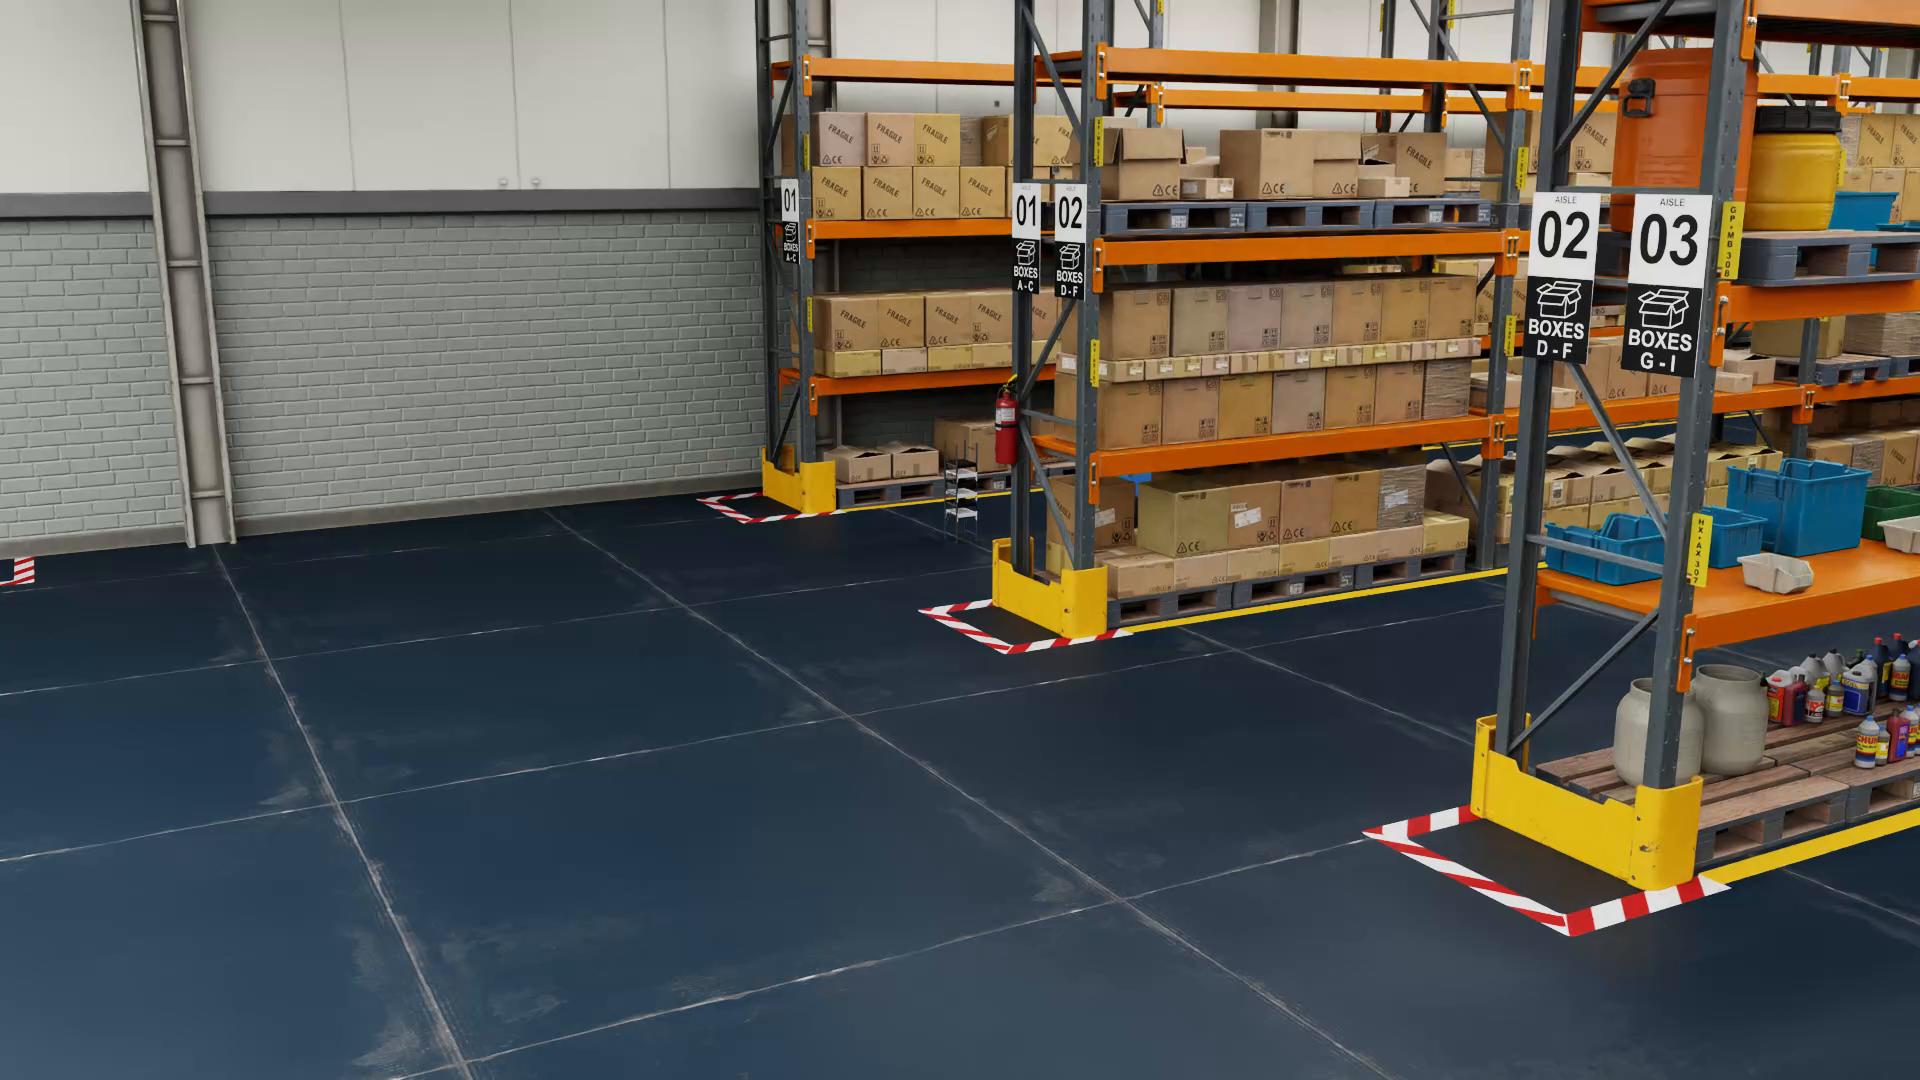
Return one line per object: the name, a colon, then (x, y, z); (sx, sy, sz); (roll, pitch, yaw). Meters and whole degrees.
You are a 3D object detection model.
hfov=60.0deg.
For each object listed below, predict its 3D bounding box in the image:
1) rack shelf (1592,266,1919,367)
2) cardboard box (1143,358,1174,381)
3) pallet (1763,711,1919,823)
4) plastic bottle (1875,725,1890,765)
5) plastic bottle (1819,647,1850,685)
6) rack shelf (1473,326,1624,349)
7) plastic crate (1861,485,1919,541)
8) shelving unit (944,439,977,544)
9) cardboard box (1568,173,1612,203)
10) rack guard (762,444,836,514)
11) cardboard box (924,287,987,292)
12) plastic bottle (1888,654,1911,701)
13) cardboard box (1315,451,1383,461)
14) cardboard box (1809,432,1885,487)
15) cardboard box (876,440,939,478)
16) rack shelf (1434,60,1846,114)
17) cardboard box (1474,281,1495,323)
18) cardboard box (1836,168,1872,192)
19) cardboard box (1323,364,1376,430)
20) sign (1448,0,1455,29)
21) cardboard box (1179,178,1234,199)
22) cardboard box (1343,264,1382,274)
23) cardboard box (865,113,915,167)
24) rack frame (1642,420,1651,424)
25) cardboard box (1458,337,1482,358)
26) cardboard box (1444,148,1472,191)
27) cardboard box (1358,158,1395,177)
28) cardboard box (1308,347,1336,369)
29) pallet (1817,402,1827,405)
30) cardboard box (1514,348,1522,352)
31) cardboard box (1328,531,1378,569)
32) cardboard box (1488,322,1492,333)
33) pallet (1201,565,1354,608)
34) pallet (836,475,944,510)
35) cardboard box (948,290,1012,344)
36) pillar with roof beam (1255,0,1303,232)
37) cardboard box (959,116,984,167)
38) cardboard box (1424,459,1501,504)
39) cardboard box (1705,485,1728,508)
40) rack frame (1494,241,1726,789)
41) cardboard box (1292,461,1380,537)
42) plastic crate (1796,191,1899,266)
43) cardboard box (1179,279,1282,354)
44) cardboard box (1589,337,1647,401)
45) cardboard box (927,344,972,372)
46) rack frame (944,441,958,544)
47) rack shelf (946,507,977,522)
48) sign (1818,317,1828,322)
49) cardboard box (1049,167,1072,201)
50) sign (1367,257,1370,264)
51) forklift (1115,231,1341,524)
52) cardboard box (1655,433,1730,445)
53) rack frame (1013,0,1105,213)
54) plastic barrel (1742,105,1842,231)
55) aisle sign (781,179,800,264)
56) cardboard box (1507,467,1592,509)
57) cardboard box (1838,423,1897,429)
rack shelf: (4.806, -1.249, 8.632); (4.000, 0.370, 1.077); (-7, 14, -28)
cardboard box: (1.358, -1.274, 12.234); (0.250, 0.149, 0.380); (-7, 15, -29)
pallet: (4.880, 1.206, 9.271); (1.213, 0.211, 1.003); (-7, 14, -28)
plastic bottle: (4.882, 1.083, 8.836); (0.097, 0.201, 0.097); (0, 13, 0)
plastic bottle: (5.115, 0.801, 9.751); (0.185, 0.351, 0.144); (-7, 14, -28)
rack shelf: (7.081, -2.536, 21.185); (4.000, 0.370, 1.077); (-7, 14, -28)
plastic crate: (5.235, -0.155, 9.448); (0.662, 0.188, 0.450); (-7, 14, -28)
shelving unit: (0.007, -0.440, 15.014); (0.210, 0.900, 0.258); (-7, 14, -28)
cardboard box: (5.218, -3.018, 14.241); (0.500, 0.250, 0.500); (-8, 15, -33)
rack guard: (-1.630, -0.624, 16.741); (0.348, 0.500, 1.175); (-7, 14, -28)
cardboard box: (-0.044, -2.387, 17.473); (0.500, 0.500, 0.500); (-7, 14, -27)
plastic bottle: (5.585, 0.813, 9.876); (0.097, 0.271, 0.097); (0, 13, 0)
cardboard box: (3.199, -0.488, 14.045); (0.500, 0.500, 0.500); (-7, 14, -28)
cardboard box: (8.696, -0.767, 16.374); (0.500, 0.500, 0.500); (-7, 15, -30)
cardboard box: (-0.546, -0.853, 17.191); (0.500, 0.311, 0.500); (-6, 14, -23)
rack shelf: (5.947, -3.893, 14.460); (4.000, 0.370, 1.077); (-7, 14, -28)
cardboard box: (6.339, -2.935, 20.370); (0.500, 0.500, 0.500); (-6, 14, -26)
cardboard box: (8.069, -3.287, 15.823); (0.500, 0.500, 0.910); (-7, 14, -28)
cardboard box: (2.903, -1.194, 13.354); (0.500, 0.500, 0.700); (-7, 14, -27)
sign: (5.594, -5.994, 18.941); (0.005, 0.325, 0.100); (-7, 14, -28)
cardboard box: (1.798, -2.585, 12.227); (0.250, 0.149, 0.380); (-7, 14, -28)
cardboard box: (4.762, -3.178, 19.690); (0.250, 0.149, 0.380); (-10, 16, -37)
cardboard box: (-0.777, -3.882, 16.142); (0.500, 0.500, 0.500); (-7, 14, -29)
rack frame: (8.836, -3.097, 22.041); (0.127, 3.000, 1.000); (-7, 14, -28)
cardboard box: (4.055, -1.597, 13.668); (0.250, 0.149, 0.380); (-7, 14, -28)
cardboard box: (5.716, -4.465, 20.054); (0.500, 0.500, 0.700); (-8, 15, -32)
cardboard box: (3.149, -2.936, 13.418); (0.500, 0.311, 0.500); (-8, 15, -31)
cardboard box: (2.708, -1.435, 12.949); (0.250, 0.149, 0.380); (-6, 14, -26)
pallet: (11.683, -2.059, 23.776); (1.213, 0.211, 1.003); (-7, 14, -28)
cardboard box: (7.549, -2.066, 21.397); (0.750, 0.750, 0.750); (-6, 14, -26)
cardboard box: (3.014, 0.032, 13.441); (0.500, 0.250, 0.500); (-7, 14, -28)
cardboard box: (6.386, -2.641, 20.537); (0.250, 0.149, 0.380); (-7, 14, -28)
pallet: (2.401, 0.264, 13.457); (1.213, 0.211, 1.003); (-7, 14, -28)
pallet: (-0.900, -0.561, 17.122); (1.213, 0.211, 1.003); (-7, 14, -28)
cardboard box: (0.209, -2.290, 17.039); (0.500, 0.500, 0.500); (-6, 14, -26)
pillar with roof beam: (5.833, -4.804, 15.959); (0.400, 9.000, 9.100); (-7, 14, -28)
cardboard box: (-0.081, -4.099, 17.109); (0.500, 0.500, 0.500); (-7, 14, -28)
cardboard box: (4.409, -0.536, 14.690); (0.500, 0.311, 0.500); (-7, 14, -28)
cardboard box: (6.907, -0.429, 15.488); (0.500, 0.250, 0.500); (-7, 14, -29)
rack frame: (3.051, 0.074, 7.948); (0.127, 3.000, 1.000); (-7, 14, -28)
cardboard box: (3.008, -0.336, 13.370); (0.500, 0.500, 0.500); (-7, 14, -28)
plastic crate: (4.580, -1.640, 8.769); (0.575, 0.384, 0.392); (-7, 14, -28)
cardboard box: (2.044, -1.724, 12.757); (0.500, 0.500, 0.700); (-7, 14, -28)
cardboard box: (5.775, -1.536, 14.875); (0.500, 0.500, 0.500); (-7, 14, -28)
cardboard box: (-0.217, -1.872, 16.890); (0.500, 0.250, 0.500); (-7, 15, -29)
rack frame: (-0.082, -0.429, 14.967); (0.006, 0.900, 0.240); (-7, 14, -28)
rack shelf: (0.007, -0.232, 15.061); (0.200, 0.077, 0.258); (-7, 14, -28)
sign: (7.971, -2.181, 15.330); (0.005, 0.325, 0.100); (-7, 14, -28)
cardboard box: (1.040, -3.626, 17.285); (0.500, 0.500, 0.500); (-8, 15, -33)
sign: (5.057, -3.348, 20.518); (0.005, 0.325, 0.100); (-7, 14, -28)
forklift: (2.924, -1.700, 15.988); (3.031, 2.935, 1.130); (-6, 14, -24)
cardboard box: (7.102, -0.861, 16.132); (0.500, 0.311, 0.500); (-6, 14, -26)
rack frame: (0.680, -3.808, 11.532); (0.127, 3.000, 1.000); (-7, 14, -28)
plastic barrel: (3.990, -1.830, 8.193); (0.600, 0.588, 0.600); (0, 13, 0)
aisle sign: (-1.616, -3.038, 15.855); (0.004, 0.787, 0.394); (-7, 14, -28)
cardboard box: (5.115, -0.486, 14.464); (0.500, 0.311, 0.500); (-7, 14, -29)
cardboard box: (9.323, -0.972, 17.287); (0.500, 0.500, 0.500); (-7, 15, -30)
